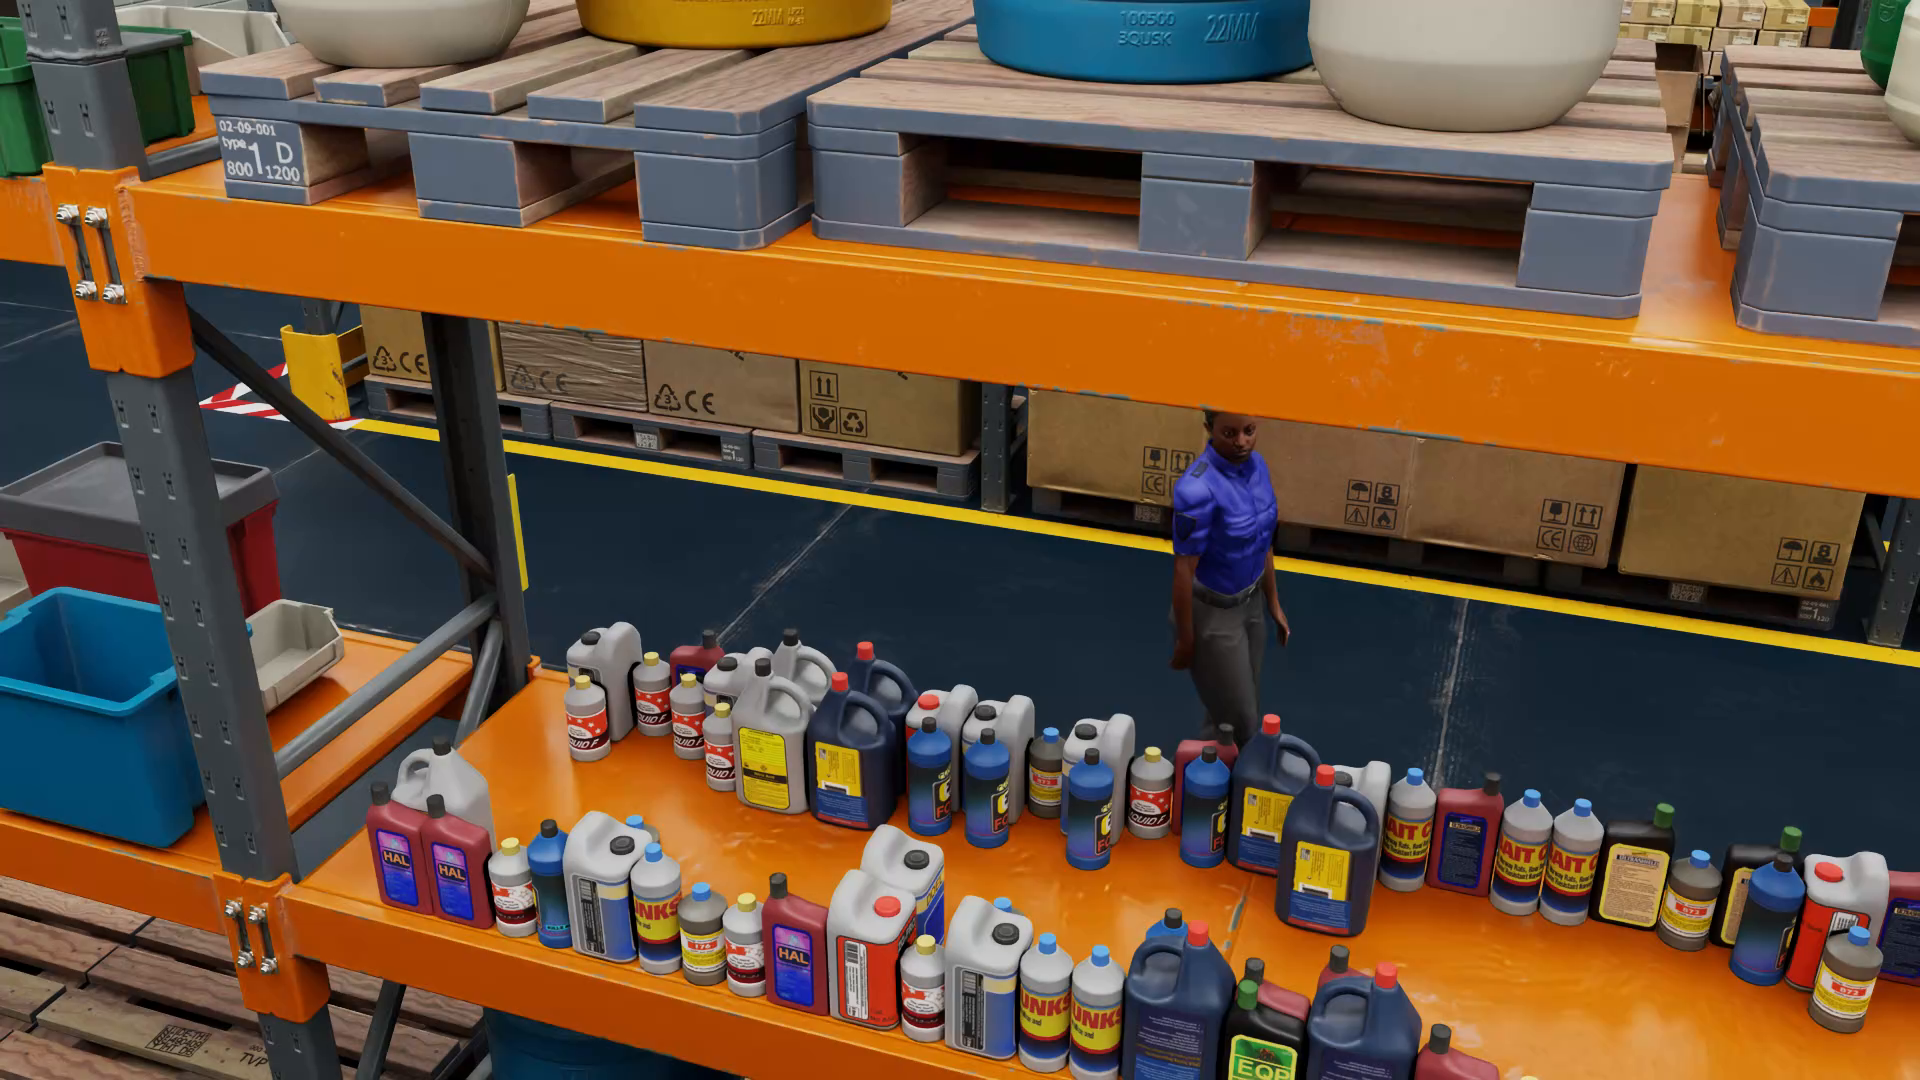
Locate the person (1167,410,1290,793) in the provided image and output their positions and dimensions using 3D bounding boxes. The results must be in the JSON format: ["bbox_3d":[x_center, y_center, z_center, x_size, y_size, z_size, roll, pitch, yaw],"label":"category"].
[{"bbox_3d":[0.899,0.292,5.516,0.389,1.709,0.457,17,31,31],"label":"person"}]
